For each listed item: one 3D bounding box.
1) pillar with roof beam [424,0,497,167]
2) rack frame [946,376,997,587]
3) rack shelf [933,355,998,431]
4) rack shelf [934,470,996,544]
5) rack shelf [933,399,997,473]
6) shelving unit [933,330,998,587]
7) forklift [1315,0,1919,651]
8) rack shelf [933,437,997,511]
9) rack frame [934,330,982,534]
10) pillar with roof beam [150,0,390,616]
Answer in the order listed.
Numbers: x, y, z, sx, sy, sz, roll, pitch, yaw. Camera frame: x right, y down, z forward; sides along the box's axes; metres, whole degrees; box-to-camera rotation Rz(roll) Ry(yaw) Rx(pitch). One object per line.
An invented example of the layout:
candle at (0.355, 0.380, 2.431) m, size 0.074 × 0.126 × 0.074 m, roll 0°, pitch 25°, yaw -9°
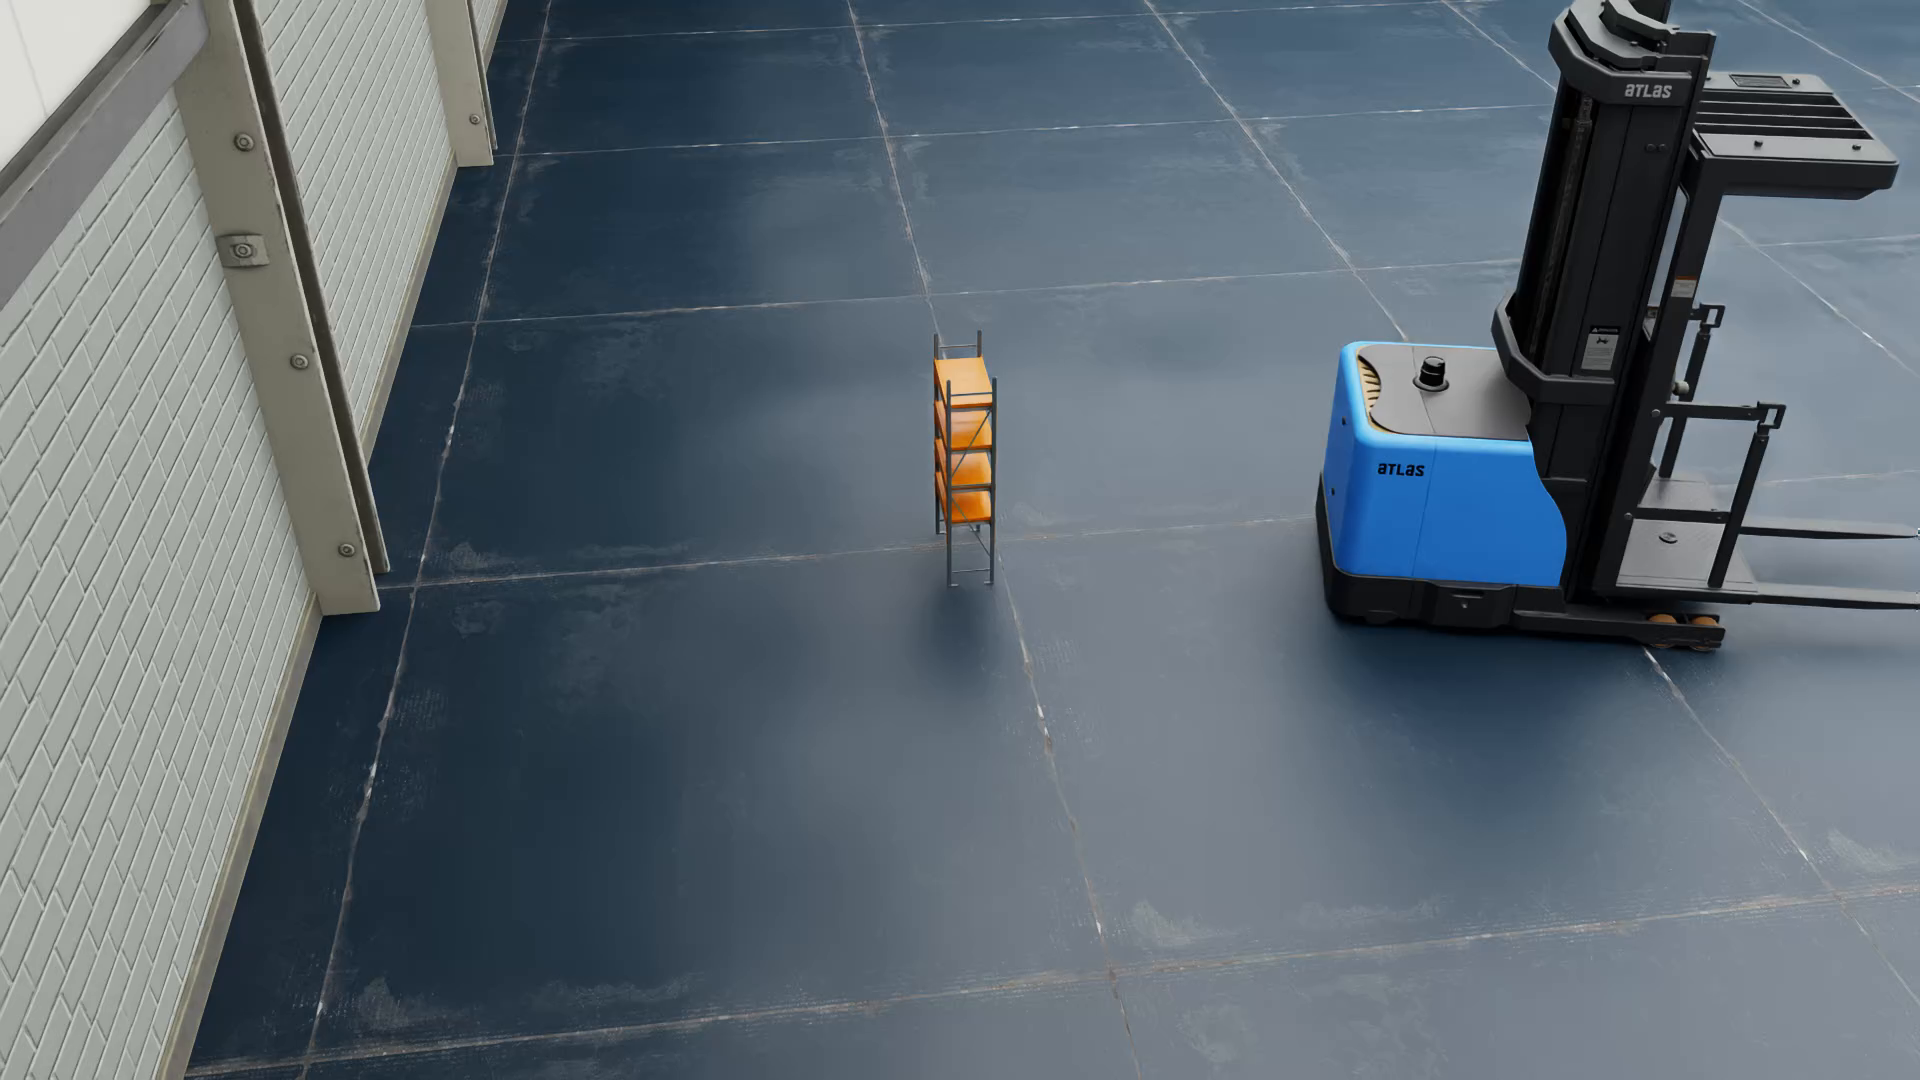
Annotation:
pillar with roof beam at (0.359, -7.135, 11.357) m, size 9.100 × 9.000 × 0.400 m, roll -4°, pitch 35°, yaw -6°
rack frame at (0.055, -0.267, 8.205) m, size 0.240 × 1.200 × 0.015 m, roll -4°, pitch 35°, yaw -6°
rack shelf at (0.022, -0.728, 8.184) m, size 0.258 × 0.148 × 0.480 m, roll -4°, pitch 35°, yaw -6°
rack shelf at (0.022, -0.184, 8.555) m, size 0.258 × 0.148 × 0.480 m, roll -4°, pitch 35°, yaw -6°
rack shelf at (0.022, -0.533, 8.317) m, size 0.258 × 0.148 × 0.480 m, roll -4°, pitch 35°, yaw -6°
shelving unit at (0.022, -0.403, 8.405) m, size 0.258 × 1.200 × 0.503 m, roll -4°, pitch 35°, yaw -6°
forklift at (3.382, -0.988, 7.726) m, size 3.031 × 2.935 × 1.130 m, roll 3°, pitch 34°, yaw 5°
rack shelf at (0.022, -0.348, 8.443) m, size 0.258 × 0.148 × 0.480 m, roll -4°, pitch 35°, yaw -6°
rack frame at (-0.011, -0.540, 8.605) m, size 0.240 × 1.200 × 0.015 m, roll -4°, pitch 35°, yaw -6°
pillar with roof beam at (1.165, -3.787, 6.444) m, size 9.100 × 9.000 × 0.400 m, roll -4°, pitch 35°, yaw -6°
